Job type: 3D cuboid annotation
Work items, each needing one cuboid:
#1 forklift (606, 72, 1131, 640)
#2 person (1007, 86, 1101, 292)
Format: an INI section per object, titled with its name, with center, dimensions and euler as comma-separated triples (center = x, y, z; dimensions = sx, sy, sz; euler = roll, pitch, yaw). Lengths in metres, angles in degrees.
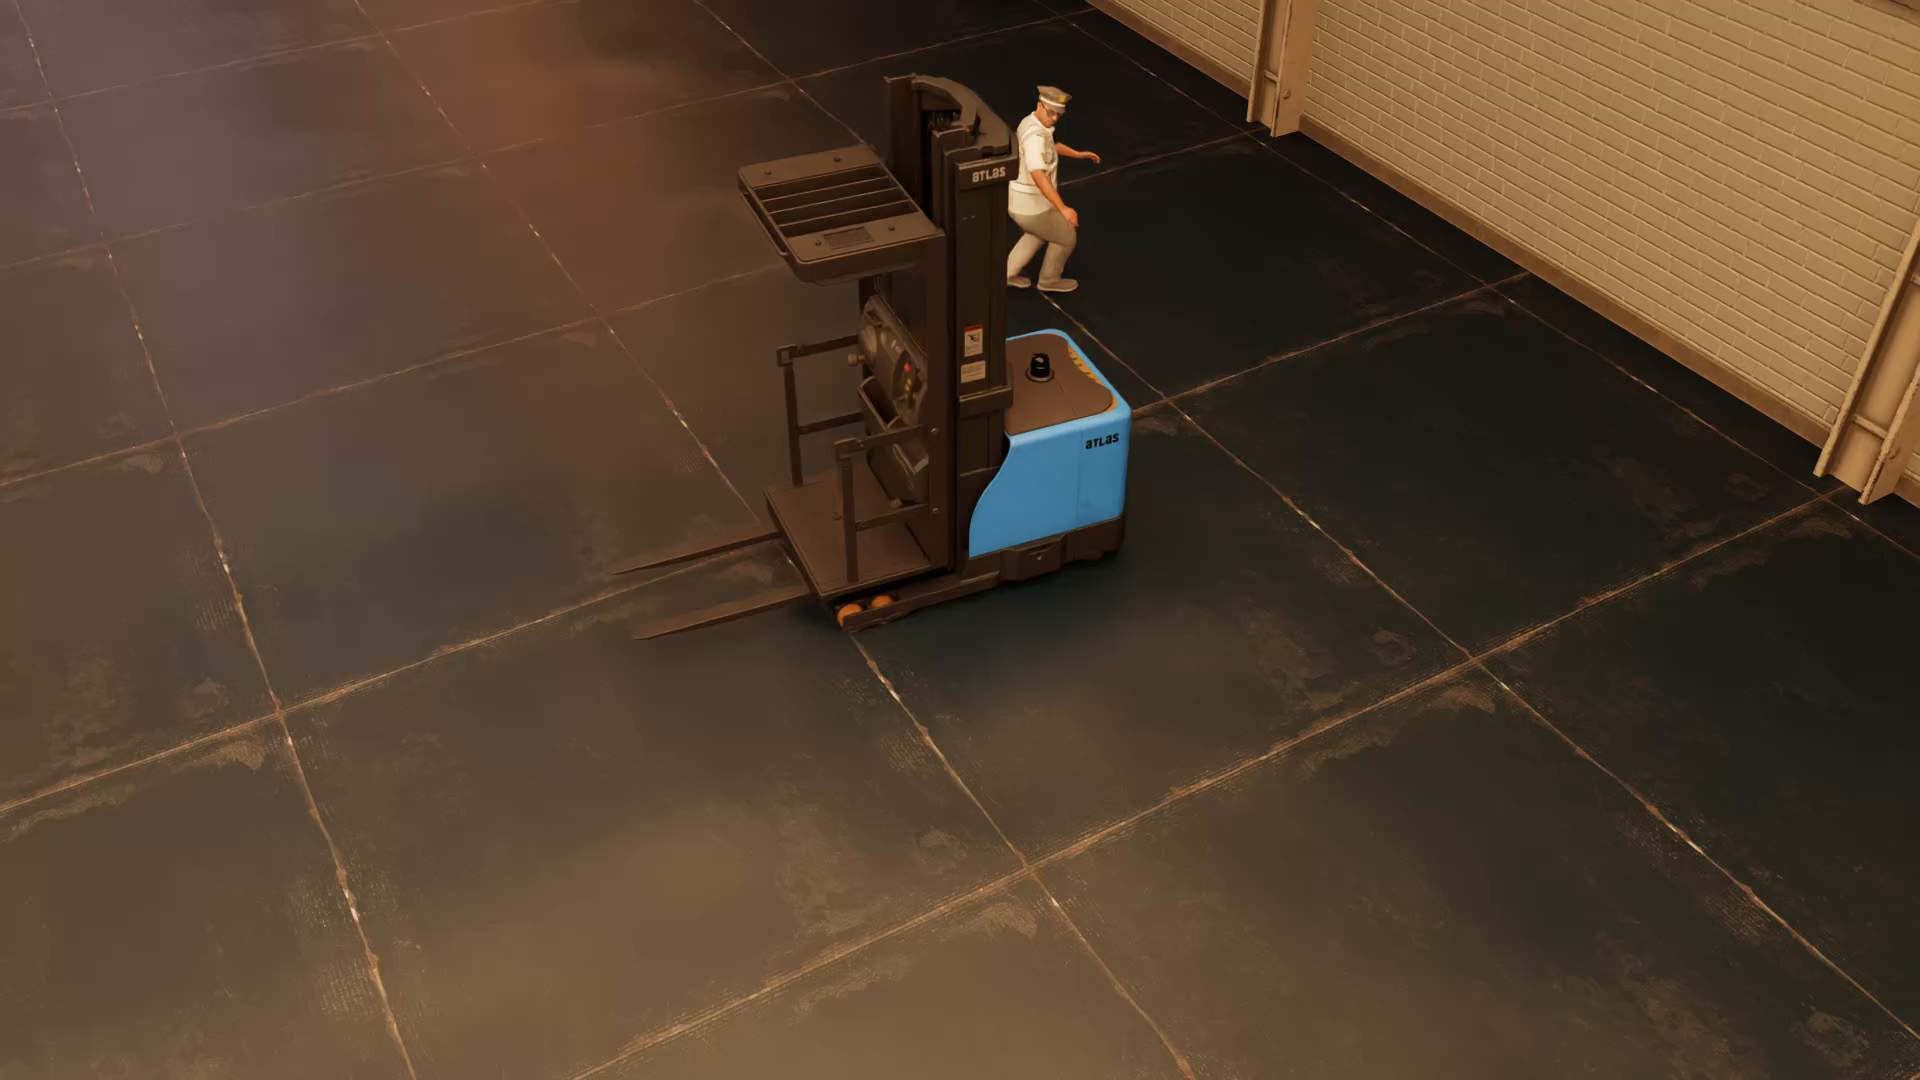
[forklift]
center = -0.561, -0.974, 9.210
dimensions = 3.031, 2.935, 1.130
euler = -15, 42, -17
[person]
center = 0.693, -2.480, 12.067
dimensions = 0.843, 1.615, 0.878
euler = -13, 41, -15
